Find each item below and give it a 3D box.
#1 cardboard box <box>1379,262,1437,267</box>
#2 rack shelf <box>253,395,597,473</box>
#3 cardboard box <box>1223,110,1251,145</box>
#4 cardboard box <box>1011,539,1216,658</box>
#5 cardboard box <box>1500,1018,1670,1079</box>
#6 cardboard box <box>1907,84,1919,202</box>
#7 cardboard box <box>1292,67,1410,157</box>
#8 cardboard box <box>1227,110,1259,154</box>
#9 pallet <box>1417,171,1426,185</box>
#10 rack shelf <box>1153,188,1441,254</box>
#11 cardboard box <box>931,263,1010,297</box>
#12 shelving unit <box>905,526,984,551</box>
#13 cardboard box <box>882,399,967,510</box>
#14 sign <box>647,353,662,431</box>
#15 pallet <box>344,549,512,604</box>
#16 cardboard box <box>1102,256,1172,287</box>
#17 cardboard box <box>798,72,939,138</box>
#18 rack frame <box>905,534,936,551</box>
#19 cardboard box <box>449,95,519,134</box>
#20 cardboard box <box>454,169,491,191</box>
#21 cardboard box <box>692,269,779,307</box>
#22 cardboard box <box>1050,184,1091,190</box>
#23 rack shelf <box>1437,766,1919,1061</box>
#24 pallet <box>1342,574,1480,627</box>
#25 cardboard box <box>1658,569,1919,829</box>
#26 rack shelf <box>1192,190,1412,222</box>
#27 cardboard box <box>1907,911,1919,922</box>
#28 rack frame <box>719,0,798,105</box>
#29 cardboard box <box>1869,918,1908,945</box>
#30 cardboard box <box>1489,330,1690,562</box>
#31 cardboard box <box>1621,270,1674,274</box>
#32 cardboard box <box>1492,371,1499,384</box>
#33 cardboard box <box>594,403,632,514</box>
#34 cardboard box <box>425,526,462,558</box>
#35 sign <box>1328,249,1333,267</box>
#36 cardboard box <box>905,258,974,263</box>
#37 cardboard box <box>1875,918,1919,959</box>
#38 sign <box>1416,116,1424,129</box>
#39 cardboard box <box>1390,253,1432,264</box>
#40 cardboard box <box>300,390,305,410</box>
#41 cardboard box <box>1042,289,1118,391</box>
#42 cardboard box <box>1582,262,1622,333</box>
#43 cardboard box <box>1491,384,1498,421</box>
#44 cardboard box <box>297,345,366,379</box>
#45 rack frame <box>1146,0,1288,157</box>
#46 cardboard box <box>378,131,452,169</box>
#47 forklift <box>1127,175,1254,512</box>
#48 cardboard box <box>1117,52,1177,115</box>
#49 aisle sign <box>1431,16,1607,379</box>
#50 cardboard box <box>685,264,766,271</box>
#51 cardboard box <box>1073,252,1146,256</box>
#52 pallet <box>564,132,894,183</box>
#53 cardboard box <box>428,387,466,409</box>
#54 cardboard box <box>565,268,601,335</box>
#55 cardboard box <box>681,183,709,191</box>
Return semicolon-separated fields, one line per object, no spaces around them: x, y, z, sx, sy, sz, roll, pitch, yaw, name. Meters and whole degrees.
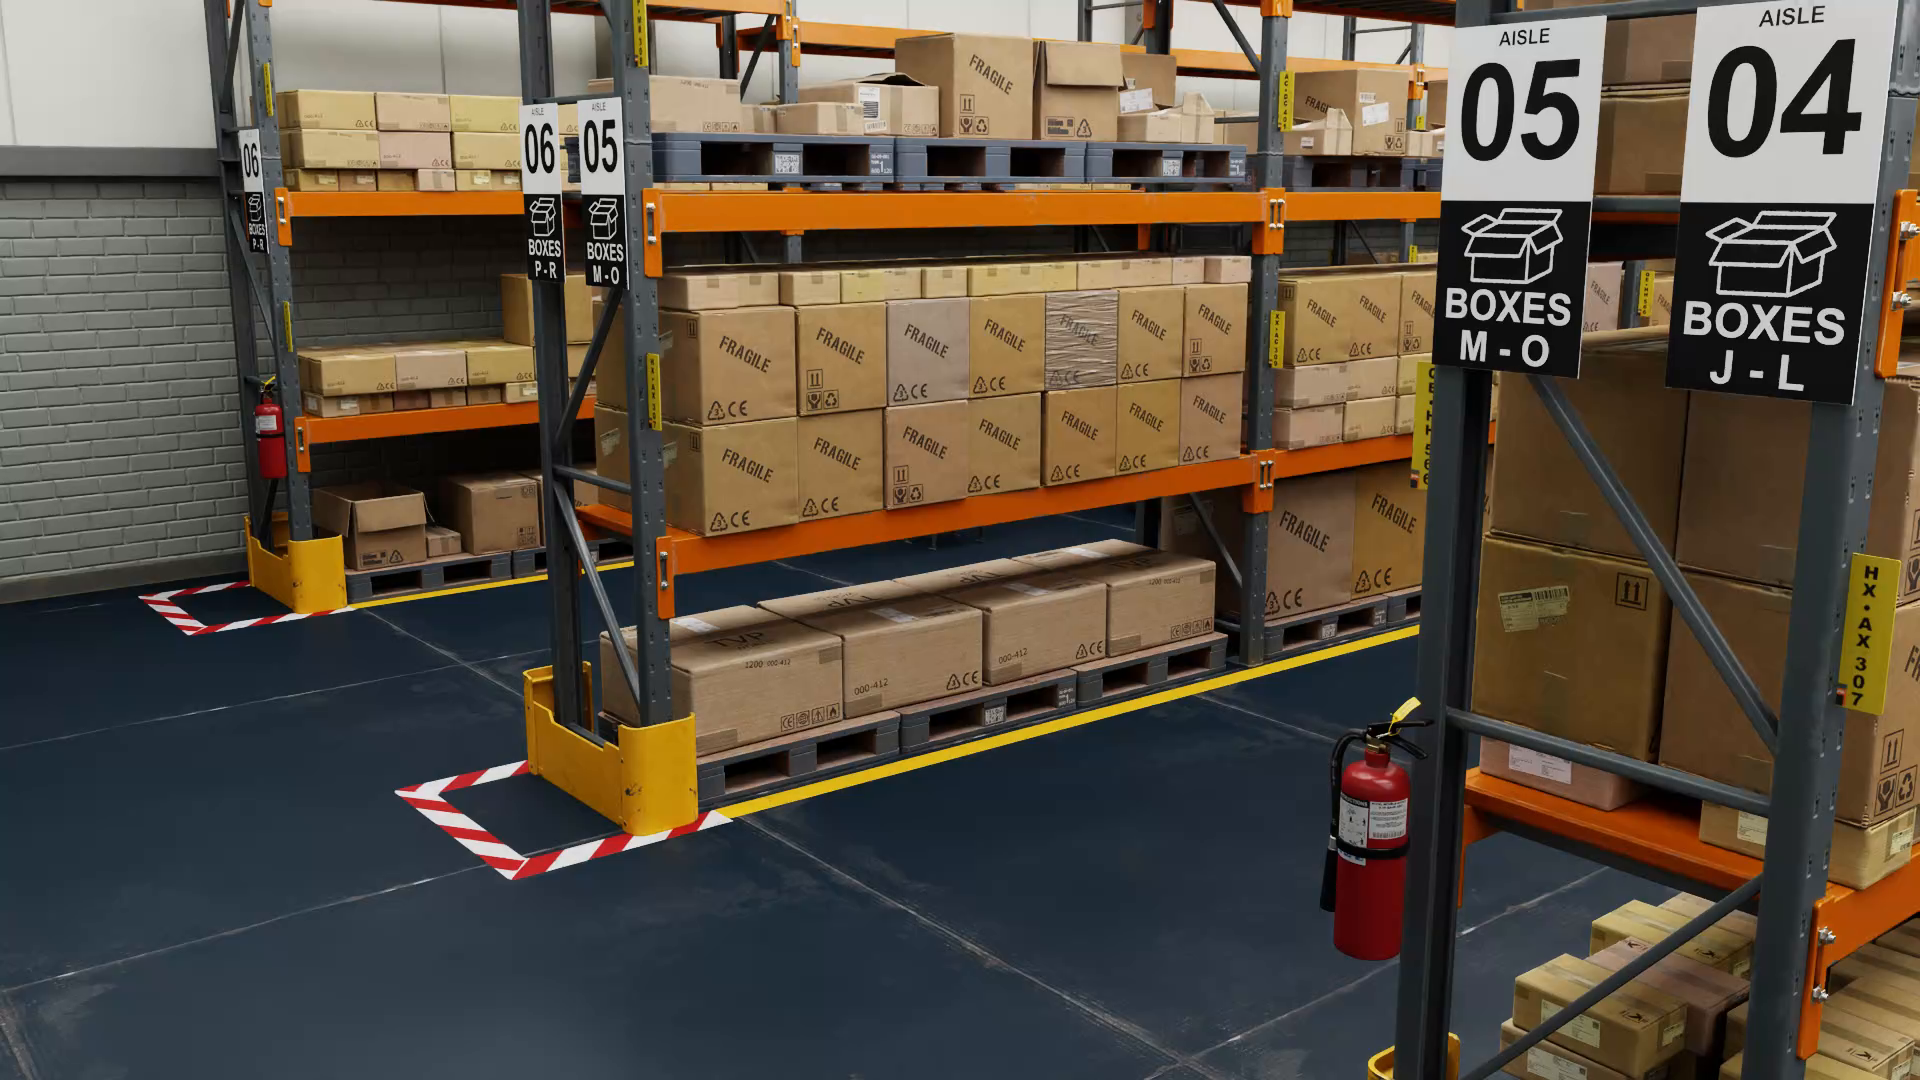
3.264;-1.682;11.682;0.500;0.500;0.500;-9;15;-36;cardboard box
-3.192;-0.973;12.723;4.000;0.370;1.077;-9;15;-38;rack shelf
2.542;-4.011;16.581;0.500;0.500;0.700;-10;15;-39;cardboard box
0.916;0.332;10.003;0.875;0.438;0.875;-10;15;-38;cardboard box
1.755;1.457;4.680;0.250;0.149;0.380;-10;16;-39;cardboard box
2.031;-0.882;3.701;0.500;0.250;0.500;-9;15;-36;cardboard box
2.342;-2.569;10.033;0.500;0.500;0.500;-10;15;-39;cardboard box
2.030;-2.558;10.435;0.500;0.311;0.500;-9;15;-38;cardboard box
5.266;-4.162;18.998;1.213;0.211;1.003;-9;15;-38;pallet
3.035;-2.155;11.067;4.000;0.370;1.077;-9;15;-38;rack shelf
0.037;-1.312;8.377;0.250;0.149;0.380;-10;16;-39;cardboard box
-0.129;-1.006;13.310;0.503;2.100;0.431;-9;15;-38;shelving unit
-0.310;-0.459;8.329;0.500;0.500;0.500;-10;15;-38;cardboard box
-1.308;-0.633;7.112;0.005;0.325;0.100;-9;15;-38;sign
-4.073;0.185;12.251;1.213;0.211;1.003;-9;15;-38;pallet
0.957;-1.497;9.246;0.250;0.149;0.380;-9;15;-38;cardboard box
-0.450;-2.125;8.158;0.500;0.311;0.500;-9;15;-37;cardboard box
-0.320;-0.974;13.160;0.015;2.100;0.400;-9;15;-38;rack frame
-3.458;-2.997;11.741;0.500;0.250;0.500;-10;15;-39;cardboard box
-3.502;-2.533;11.722;0.250;0.149;0.380;-9;15;-38;cardboard box
-1.040;-1.163;7.676;0.250;0.149;0.380;-9;15;-36;cardboard box
0.852;-3.326;15.212;0.500;0.250;0.500;-9;15;-37;cardboard box
3.083;0.621;5.215;4.000;0.370;1.077;-9;15;-38;rack shelf
2.982;0.312;11.650;1.213;0.211;1.003;-9;15;-38;pallet
2.044;0.321;3.940;0.500;0.500;0.500;-9;15;-35;cardboard box
3.054;-3.479;17.301;4.000;0.370;1.077;-9;15;-38;rack shelf
3.173;1.222;5.789;0.250;0.149;0.380;-10;15;-38;cardboard box
-1.631;-4.519;13.248;0.127;3.000;1.000;-9;15;-38;rack frame
2.823;1.156;5.384;0.250;0.149;0.380;-10;16;-40;cardboard box
1.723;-0.255;4.243;0.500;0.500;0.500;-10;15;-39;cardboard box
5.568;-1.938;13.565;0.500;0.500;0.500;-11;16;-41;cardboard box
3.592;-1.230;11.355;0.500;0.250;0.500;-10;16;-39;cardboard box
-1.439;-0.416;8.124;0.500;0.500;0.500;-9;15;-37;cardboard box
-3.861;0.010;12.210;0.250;0.149;0.380;-10;16;-40;cardboard box
4.268;-3.175;19.084;0.005;0.325;0.100;-9;15;-38;sign
-0.137;-1.442;8.989;0.250;0.149;0.380;-9;15;-37;cardboard box
2.924;1.266;4.863;0.250;0.149;0.380;-9;15;-35;cardboard box
4.963;-4.410;17.953;0.005;0.325;0.100;-9;15;-38;sign
5.050;-3.128;18.619;0.250;0.149;0.380;-9;15;-37;cardboard box
-4.663;-1.029;11.860;0.250;0.149;0.380;-10;15;-38;cardboard box
0.484;-1.080;8.846;0.500;0.500;0.500;-9;15;-37;cardboard box
4.356;-1.728;11.896;0.500;0.500;0.500;-10;16;-39;cardboard box
3.571;-0.987;11.415;0.500;0.250;0.500;-10;15;-38;cardboard box
-4.561;-1.241;11.895;0.500;0.250;0.500;-9;15;-36;cardboard box
1.473;-3.715;9.459;0.127;3.000;1.000;-9;15;-38;rack frame
-3.853;-2.688;11.488;0.500;0.250;0.500;-9;15;-37;cardboard box
2.341;-1.895;15.495;1.130;2.935;3.031;3;12;15;forklift
0.883;-2.509;9.507;0.500;0.500;0.500;-9;15;-37;cardboard box
1.276;-0.782;3.833;0.004;0.787;0.394;-9;15;-38;aisle sign
-1.163;-1.280;8.224;0.250;0.149;0.380;-10;15;-38;cardboard box
0.874;-1.601;9.737;0.250;0.149;0.380;-9;15;-37;cardboard box
-1.078;-1.783;7.796;1.213;0.211;1.003;-9;15;-38;pallet
-3.737;-1.044;11.930;0.250;0.149;0.380;-9;15;-36;cardboard box
-2.960;-1.874;13.071;0.500;0.500;0.500;-10;16;-39;cardboard box
-2.135;-2.770;12.835;0.250;0.149;0.380;-9;15;-36;cardboard box
